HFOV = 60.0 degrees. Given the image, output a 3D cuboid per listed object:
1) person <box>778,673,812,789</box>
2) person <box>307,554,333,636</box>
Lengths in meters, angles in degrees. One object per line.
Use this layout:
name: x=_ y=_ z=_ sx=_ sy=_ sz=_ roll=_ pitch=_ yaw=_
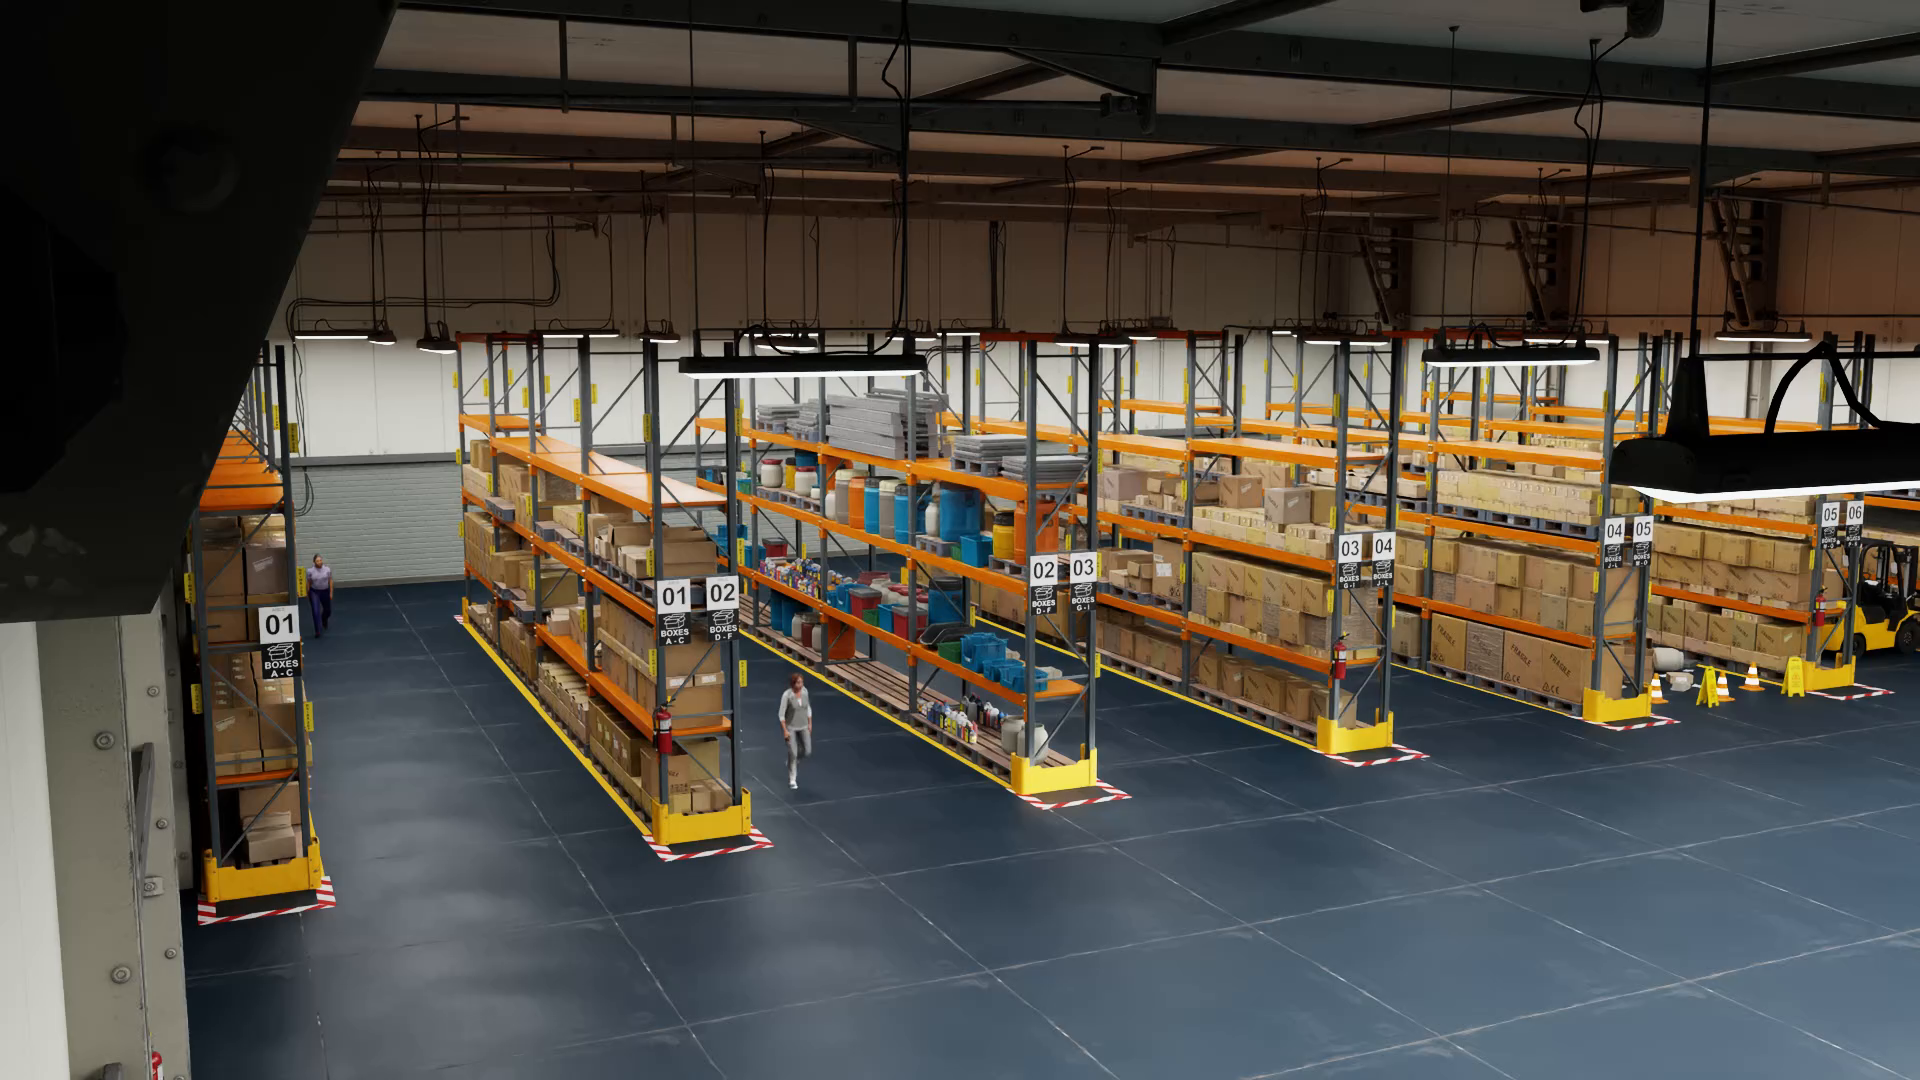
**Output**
person: x=-2.249 y=2.546 z=22.475 sx=0.501 sy=1.582 sz=0.475 roll=-5 pitch=9 yaw=-30
person: x=-12.755 y=1.068 z=33.143 sx=0.486 sy=1.589 sz=0.857 roll=-4 pitch=9 yaw=-27
